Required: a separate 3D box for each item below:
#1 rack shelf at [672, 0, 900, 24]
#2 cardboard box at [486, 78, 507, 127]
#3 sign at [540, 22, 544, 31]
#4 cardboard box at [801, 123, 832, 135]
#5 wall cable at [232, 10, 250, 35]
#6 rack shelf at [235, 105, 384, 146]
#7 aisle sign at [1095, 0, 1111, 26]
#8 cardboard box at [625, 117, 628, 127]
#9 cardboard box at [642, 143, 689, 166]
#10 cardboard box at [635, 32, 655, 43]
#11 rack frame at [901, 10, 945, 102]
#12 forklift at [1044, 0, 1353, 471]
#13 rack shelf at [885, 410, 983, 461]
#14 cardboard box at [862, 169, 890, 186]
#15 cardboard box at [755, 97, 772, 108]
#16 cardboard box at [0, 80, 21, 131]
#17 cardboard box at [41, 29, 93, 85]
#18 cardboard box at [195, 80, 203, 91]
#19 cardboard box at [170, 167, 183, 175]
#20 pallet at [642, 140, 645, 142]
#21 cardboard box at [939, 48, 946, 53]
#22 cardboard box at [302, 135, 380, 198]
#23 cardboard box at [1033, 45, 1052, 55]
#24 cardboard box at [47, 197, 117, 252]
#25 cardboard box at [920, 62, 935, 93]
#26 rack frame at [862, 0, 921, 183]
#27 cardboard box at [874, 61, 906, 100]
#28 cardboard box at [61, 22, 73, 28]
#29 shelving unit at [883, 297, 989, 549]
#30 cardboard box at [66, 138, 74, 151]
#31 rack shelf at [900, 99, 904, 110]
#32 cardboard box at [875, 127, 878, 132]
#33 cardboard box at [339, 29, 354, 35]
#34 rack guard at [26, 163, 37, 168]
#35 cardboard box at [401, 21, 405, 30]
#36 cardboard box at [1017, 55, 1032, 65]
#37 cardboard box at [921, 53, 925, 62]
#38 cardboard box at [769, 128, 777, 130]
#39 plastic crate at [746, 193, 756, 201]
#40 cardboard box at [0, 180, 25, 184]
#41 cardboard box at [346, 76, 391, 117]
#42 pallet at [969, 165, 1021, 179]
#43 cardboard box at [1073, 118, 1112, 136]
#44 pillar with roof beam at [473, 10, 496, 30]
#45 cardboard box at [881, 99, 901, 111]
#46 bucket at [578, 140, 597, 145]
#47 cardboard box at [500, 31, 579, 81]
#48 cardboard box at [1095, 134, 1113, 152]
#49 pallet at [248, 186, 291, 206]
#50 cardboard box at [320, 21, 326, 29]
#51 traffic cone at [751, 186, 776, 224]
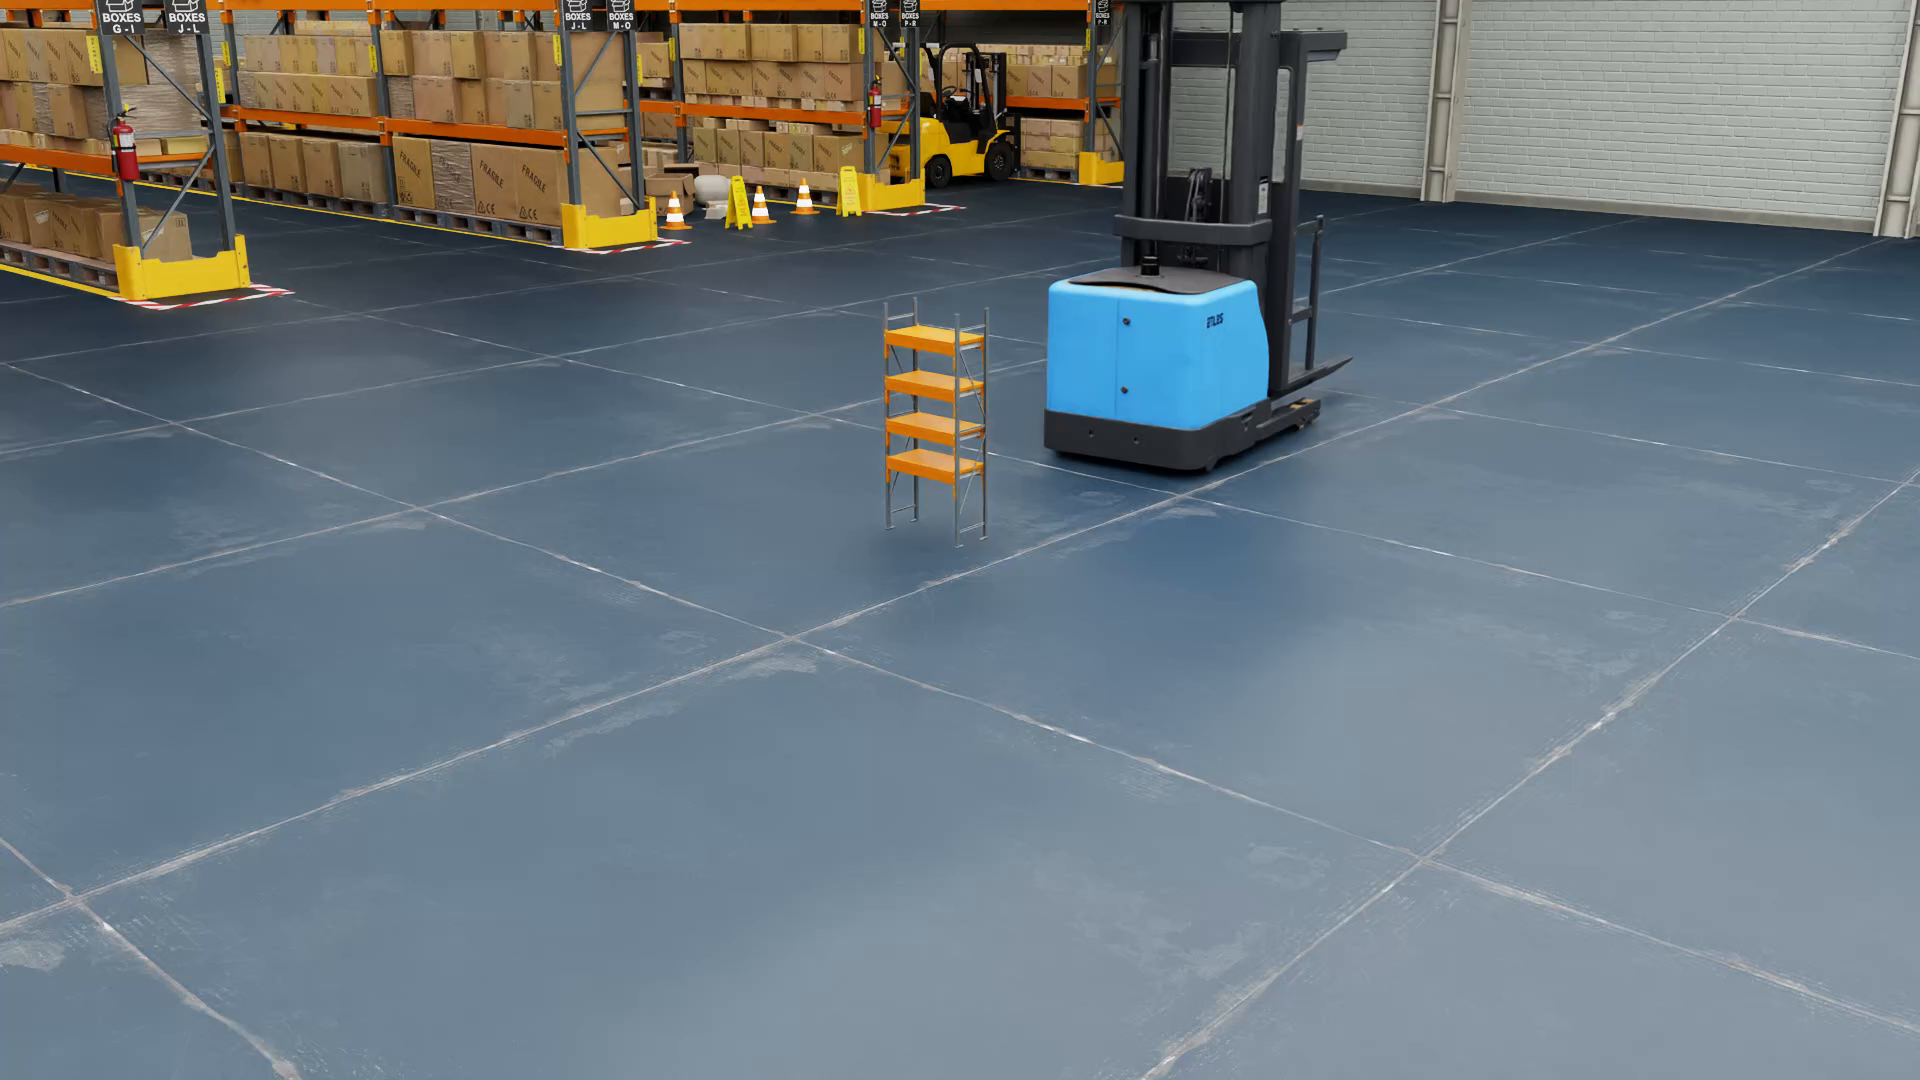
[{"bbox_3d":[-2.427,-7.577,23.757,4.000,0.370,1.077,15,23,39],"label":"rack shelf"},{"bbox_3d":[-5.211,-5.330,20.200,0.550,0.550,0.875,15,23,39],"label":"cardboard box"},{"bbox_3d":[-9.223,-11.249,36.660,0.005,0.325,0.100,15,23,39],"label":"sign"},{"bbox_3d":[-2.023,-5.805,23.483,0.250,0.149,0.380,16,24,41],"label":"cardboard box"},{"bbox_3d":[-16.199,-11.235,37.375,0.122,1.984,0.588,15,23,39],"label":"wall cable"},{"bbox_3d":[-8.629,-5.810,23.149,4.000,0.370,1.077,15,23,39],"label":"rack shelf"},{"bbox_3d":[2.215,-8.371,25.733,0.004,0.787,0.394,15,23,39],"label":"aisle sign"},{"bbox_3d":[-6.952,-8.726,34.899,0.500,0.311,0.500,16,24,41],"label":"cardboard box"},{"bbox_3d":[-4.857,-6.087,26.484,0.950,0.372,0.625,-17,24,-42],"label":"cardboard box"},{"bbox_3d":[-4.943,-7.767,25.703,0.250,0.149,0.380,14,22,38],"label":"cardboard box"},{"bbox_3d":[-0.631,-8.015,28.908,0.127,3.000,1.000,15,23,39],"label":"rack frame"},{"bbox_3d":[1.742,-2.190,10.667,1.130,2.935,3.031,11,21,32],"label":"forklift"},{"bbox_3d":[-0.124,-0.541,8.555,0.480,0.148,0.258,15,23,39],"label":"rack shelf"},{"bbox_3d":[-1.351,-5.202,23.897,0.500,0.250,0.500,15,23,39],"label":"cardboard box"},{"bbox_3d":[-2.743,-6.333,24.022,0.250,0.149,0.380,15,23,39],"label":"cardboard box"},{"bbox_3d":[-9.414,-4.548,17.328,0.500,0.500,0.875,15,23,39],"label":"cardboard box"},{"bbox_3d":[-8.463,-4.666,16.044,0.500,0.500,0.500,15,23,39],"label":"cardboard box"},{"bbox_3d":[-10.984,-6.680,24.422,0.250,0.149,0.380,15,23,39],"label":"cardboard box"},{"bbox_3d":[-11.943,-5.950,25.839,0.500,0.500,0.500,16,23,40],"label":"cardboard box"},{"bbox_3d":[-7.128,-8.430,34.827,1.213,0.211,1.003,15,23,39],"label":"pallet"},{"bbox_3d":[-0.138,-8.301,28.081,0.250,0.149,0.380,14,23,38],"label":"cardboard box"},{"bbox_3d":[-8.376,-5.178,22.993,0.750,0.750,1.050,15,23,39],"label":"cardboard box"},{"bbox_3d":[1.397,-7.891,26.786,0.250,0.149,0.380,15,23,40],"label":"cardboard box"},{"bbox_3d":[-9.279,-3.348,17.642,0.500,0.500,0.500,13,22,34],"label":"cardboard box"},{"bbox_3d":[-0.473,-7.915,28.426,0.500,0.500,0.500,14,22,38],"label":"cardboard box"},{"bbox_3d":[-0.931,-6.088,22.837,0.127,3.000,1.000,15,23,39],"label":"rack frame"},{"bbox_3d":[-1.102,-6.435,23.274,0.500,0.500,0.500,15,23,38],"label":"cardboard box"},{"bbox_3d":[-14.412,-8.265,27.386,0.500,0.500,0.500,16,23,41],"label":"cardboard box"},{"bbox_3d":[-0.124,-0.605,8.535,0.503,1.200,0.258,15,23,39],"label":"shelving unit"},{"bbox_3d":[-8.604,-3.939,16.480,0.250,0.149,0.380,15,23,39],"label":"cardboard box"},{"bbox_3d":[-2.127,-8.074,30.282,4.000,0.370,1.077,15,23,39],"label":"rack shelf"},{"bbox_3d":[-1.029,-7.186,29.526,0.625,0.625,0.875,16,24,42],"label":"cardboard box"},{"bbox_3d":[-11.204,-9.258,31.006,0.500,0.500,0.500,15,23,40],"label":"cardboard box"},{"bbox_3d":[-16.052,-6.954,29.697,0.348,0.500,1.175,15,23,39],"label":"rack guard"},{"bbox_3d":[-10.173,-9.501,30.700,0.250,0.149,0.380,15,23,40],"label":"cardboard box"},{"bbox_3d":[1.142,-7.781,26.933,0.250,0.149,0.380,14,22,38],"label":"cardboard box"},{"bbox_3d":[-0.568,-8.248,28.406,0.250,0.149,0.380,15,23,38],"label":"cardboard box"},{"bbox_3d":[-2.539,-5.876,24.781,0.500,0.500,0.500,17,24,42],"label":"cardboard box"},{"bbox_3d":[-3.293,-4.999,24.231,0.583,0.080,0.402,7,19,21],"label":"plastic crate"},{"bbox_3d":[-11.290,-3.896,19.333,0.500,0.500,0.700,15,23,39],"label":"cardboard box"},{"bbox_3d":[-7.701,-5.843,21.899,0.500,0.500,0.500,15,23,39],"label":"cardboard box"},{"bbox_3d":[0.852,-6.272,28.025,1.213,0.211,1.003,15,23,39],"label":"pallet"},{"bbox_3d":[2.127,-6.717,27.018,0.500,0.250,0.500,15,23,38],"label":"cardboard box"},{"bbox_3d":[-13.883,-13.055,34.872,0.400,9.000,9.100,15,23,39],"label":"pillar with roof beam"},{"bbox_3d":[-1.048,-6.083,23.237,0.250,0.149,0.380,15,23,39],"label":"cardboard box"},{"bbox_3d":[-5.501,-5.410,23.597,0.726,0.611,0.620,-9,10,-27],"label":"bucket"},{"bbox_3d":[-4.866,-5.707,19.602,0.550,0.550,0.875,15,23,39],"label":"cardboard box"},{"bbox_3d":[2.147,-6.481,27.100,0.500,0.250,0.500,16,23,40],"label":"cardboard box"},{"bbox_3d":[-9.585,-5.050,24.174,1.213,0.211,1.003,15,23,39],"label":"pallet"},{"bbox_3d":[-11.856,-9.736,31.442,0.250,0.149,0.380,15,23,40],"label":"cardboard box"},{"bbox_3d":[-2.592,-4.354,21.566,0.334,0.463,0.336,15,23,39],"label":"traffic cone"}]
